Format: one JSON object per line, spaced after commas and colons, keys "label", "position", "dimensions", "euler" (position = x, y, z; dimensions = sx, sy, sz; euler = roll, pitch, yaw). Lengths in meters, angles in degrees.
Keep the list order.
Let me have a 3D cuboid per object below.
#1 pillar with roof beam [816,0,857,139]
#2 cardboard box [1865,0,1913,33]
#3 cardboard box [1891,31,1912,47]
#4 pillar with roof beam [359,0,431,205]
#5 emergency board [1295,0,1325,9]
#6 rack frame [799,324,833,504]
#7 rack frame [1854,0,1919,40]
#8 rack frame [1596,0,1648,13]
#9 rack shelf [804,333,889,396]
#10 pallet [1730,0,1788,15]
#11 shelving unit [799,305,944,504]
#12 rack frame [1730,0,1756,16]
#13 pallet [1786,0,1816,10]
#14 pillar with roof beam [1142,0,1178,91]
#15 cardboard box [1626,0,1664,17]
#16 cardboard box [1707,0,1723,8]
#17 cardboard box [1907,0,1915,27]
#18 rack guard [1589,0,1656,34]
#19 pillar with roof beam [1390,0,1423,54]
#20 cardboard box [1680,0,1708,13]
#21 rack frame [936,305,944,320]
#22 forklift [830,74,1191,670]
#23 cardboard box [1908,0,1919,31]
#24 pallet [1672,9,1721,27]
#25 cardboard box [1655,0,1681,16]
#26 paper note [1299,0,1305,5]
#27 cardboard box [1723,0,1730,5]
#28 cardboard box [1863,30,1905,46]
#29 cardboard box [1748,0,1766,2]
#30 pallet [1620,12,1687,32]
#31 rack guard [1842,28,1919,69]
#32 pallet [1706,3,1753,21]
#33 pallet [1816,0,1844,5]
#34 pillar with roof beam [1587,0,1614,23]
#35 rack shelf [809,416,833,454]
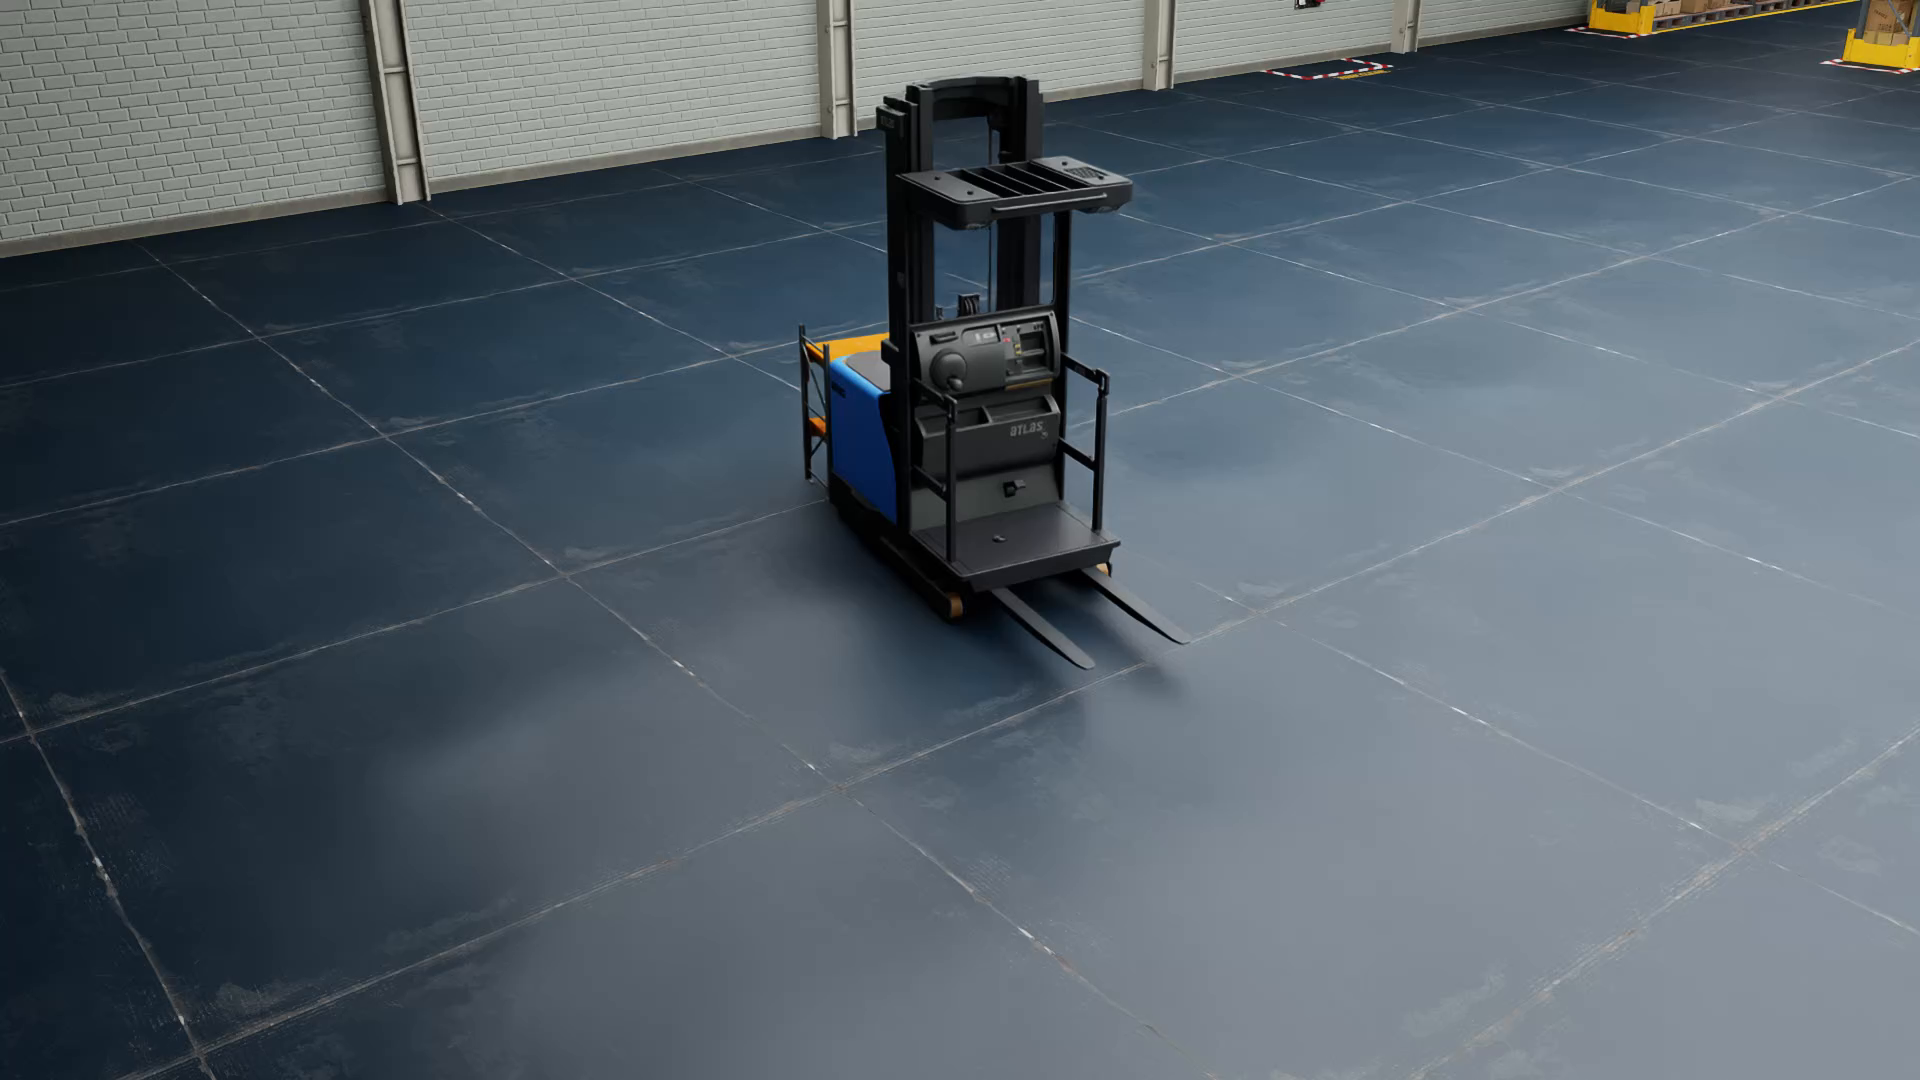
{"label": "pillar with roof beam", "position": [1.016, -8.146, 17.612], "dimensions": [0.400, 9.000, 9.100], "euler": [-18, 31, -34]}
{"label": "cardboard box", "position": [15.805, -8.939, 28.325], "dimensions": [0.500, 0.500, 0.500], "euler": [-18, 31, -34]}
{"label": "cardboard box", "position": [16.126, -8.427, 28.111], "dimensions": [0.500, 0.250, 0.500], "euler": [-18, 31, -34]}
{"label": "pillar with roof beam", "position": [-3.705, -6.587, 14.254], "dimensions": [0.400, 9.000, 9.100], "euler": [-18, 31, -34]}
{"label": "emergency board", "position": [5.835, -9.338, 27.308], "dimensions": [0.643, 1.169, 0.194], "euler": [-18, 31, -34]}
{"label": "rack frame", "position": [-0.968, -0.853, 11.252], "dimensions": [0.032, 1.125, 0.500], "euler": [-11, 27, -23]}
{"label": "rack frame", "position": [15.567, -9.418, 27.480], "dimensions": [0.127, 3.000, 1.000], "euler": [-18, 31, -34]}
{"label": "rack frame", "position": [12.507, -11.058, 31.013], "dimensions": [0.127, 3.000, 1.000], "euler": [-18, 31, -34]}
{"label": "rack shelf", "position": [-0.509, -1.210, 11.326], "dimensions": [1.000, 0.278, 0.538], "euler": [-11, 27, -23]}
{"label": "pallet", "position": [16.267, -11.035, 34.276], "dimensions": [1.213, 0.211, 1.003], "euler": [-18, 31, -34]}
{"label": "shelving unit", "position": [-0.509, -0.945, 11.449], "dimensions": [1.048, 1.125, 0.538], "euler": [-11, 27, -23]}
{"label": "rack frame", "position": [15.655, -12.097, 33.252], "dimensions": [0.127, 3.000, 1.000], "euler": [-18, 31, -34]}
{"label": "pallet", "position": [17.227, -11.354, 34.963], "dimensions": [1.213, 0.211, 1.003], "euler": [-18, 31, -34]}
{"label": "pillar with roof beam", "position": [5.738, -9.704, 20.970], "dimensions": [0.400, 9.000, 9.100], "euler": [-18, 31, -34]}
{"label": "cardboard box", "position": [13.107, -10.188, 31.810], "dimensions": [0.500, 0.311, 0.500], "euler": [-23, 33, -40]}
{"label": "cardboard box", "position": [14.863, -10.880, 33.076], "dimensions": [0.500, 0.500, 0.500], "euler": [-21, 32, -38]}
{"label": "cardboard box", "position": [16.583, -9.204, 28.895], "dimensions": [0.500, 0.500, 0.500], "euler": [-18, 31, -34]}
{"label": "rack guard", "position": [12.567, -9.944, 31.582], "dimensions": [0.348, 0.500, 1.175], "euler": [-18, 31, -34]}
{"label": "pillar with roof beam", "position": [10.459, -11.263, 24.329], "dimensions": [0.400, 9.000, 9.100], "euler": [-18, 31, -34]}
{"label": "cardboard box", "position": [14.164, -10.596, 32.464], "dimensions": [0.500, 0.500, 0.700], "euler": [-21, 32, -37]}
{"label": "rack frame", "position": [-0.050, -1.036, 11.647], "dimensions": [0.032, 1.125, 0.500], "euler": [-11, 27, -23]}
{"label": "forklift", "position": [0.265, -1.077, 9.588], "dimensions": [1.130, 2.935, 3.031], "euler": [-12, 28, -25]}
{"label": "cardboard box", "position": [16.518, -8.897, 28.235], "dimensions": [0.500, 0.500, 0.500], "euler": [-18, 31, -34]}
{"label": "pallet", "position": [14.187, -10.327, 32.752], "dimensions": [1.213, 0.211, 1.003], "euler": [-18, 31, -34]}
{"label": "cardboard box", "position": [13.556, -10.336, 32.129], "dimensions": [0.500, 0.311, 0.500], "euler": [-15, 29, -30]}
{"label": "paper note", "position": [5.653, -8.916, 27.444], "dimensions": [0.142, 0.148, 0.016], "euler": [-18, 31, -34]}
{"label": "cardboard box", "position": [15.252, -10.862, 33.435], "dimensions": [0.380, 0.166, 0.250], "euler": [22, 33, 39]}
{"label": "cardboard box", "position": [15.807, -8.598, 28.481], "dimensions": [0.500, 0.250, 0.500], "euler": [-18, 31, -34]}
{"label": "cardboard box", "position": [16.224, -11.359, 34.110], "dimensions": [0.500, 0.500, 0.700], "euler": [-17, 30, -32]}
{"label": "pallet", "position": [13.228, -10.012, 32.072], "dimensions": [1.213, 0.211, 1.003], "euler": [-18, 31, -34]}
{"label": "rack guard", "position": [15.548, -8.278, 27.992], "dimensions": [0.348, 0.500, 1.175], "euler": [-18, 31, -34]}
{"label": "pallet", "position": [15.148, -10.646, 33.438], "dimensions": [1.213, 0.211, 1.003], "euler": [-18, 31, -34]}
{"label": "pallet", "position": [18.187, -11.669, 35.642], "dimensions": [1.213, 0.211, 1.003], "euler": [-18, 31, -34]}
{"label": "pillar with roof beam", "position": [15.181, -12.821, 27.687], "dimensions": [0.400, 9.000, 9.100], "euler": [-18, 31, -34]}
{"label": "rack shelf", "position": [-0.509, -0.723, 11.552], "dimensions": [1.000, 0.278, 0.538], "euler": [-11, 27, -23]}
